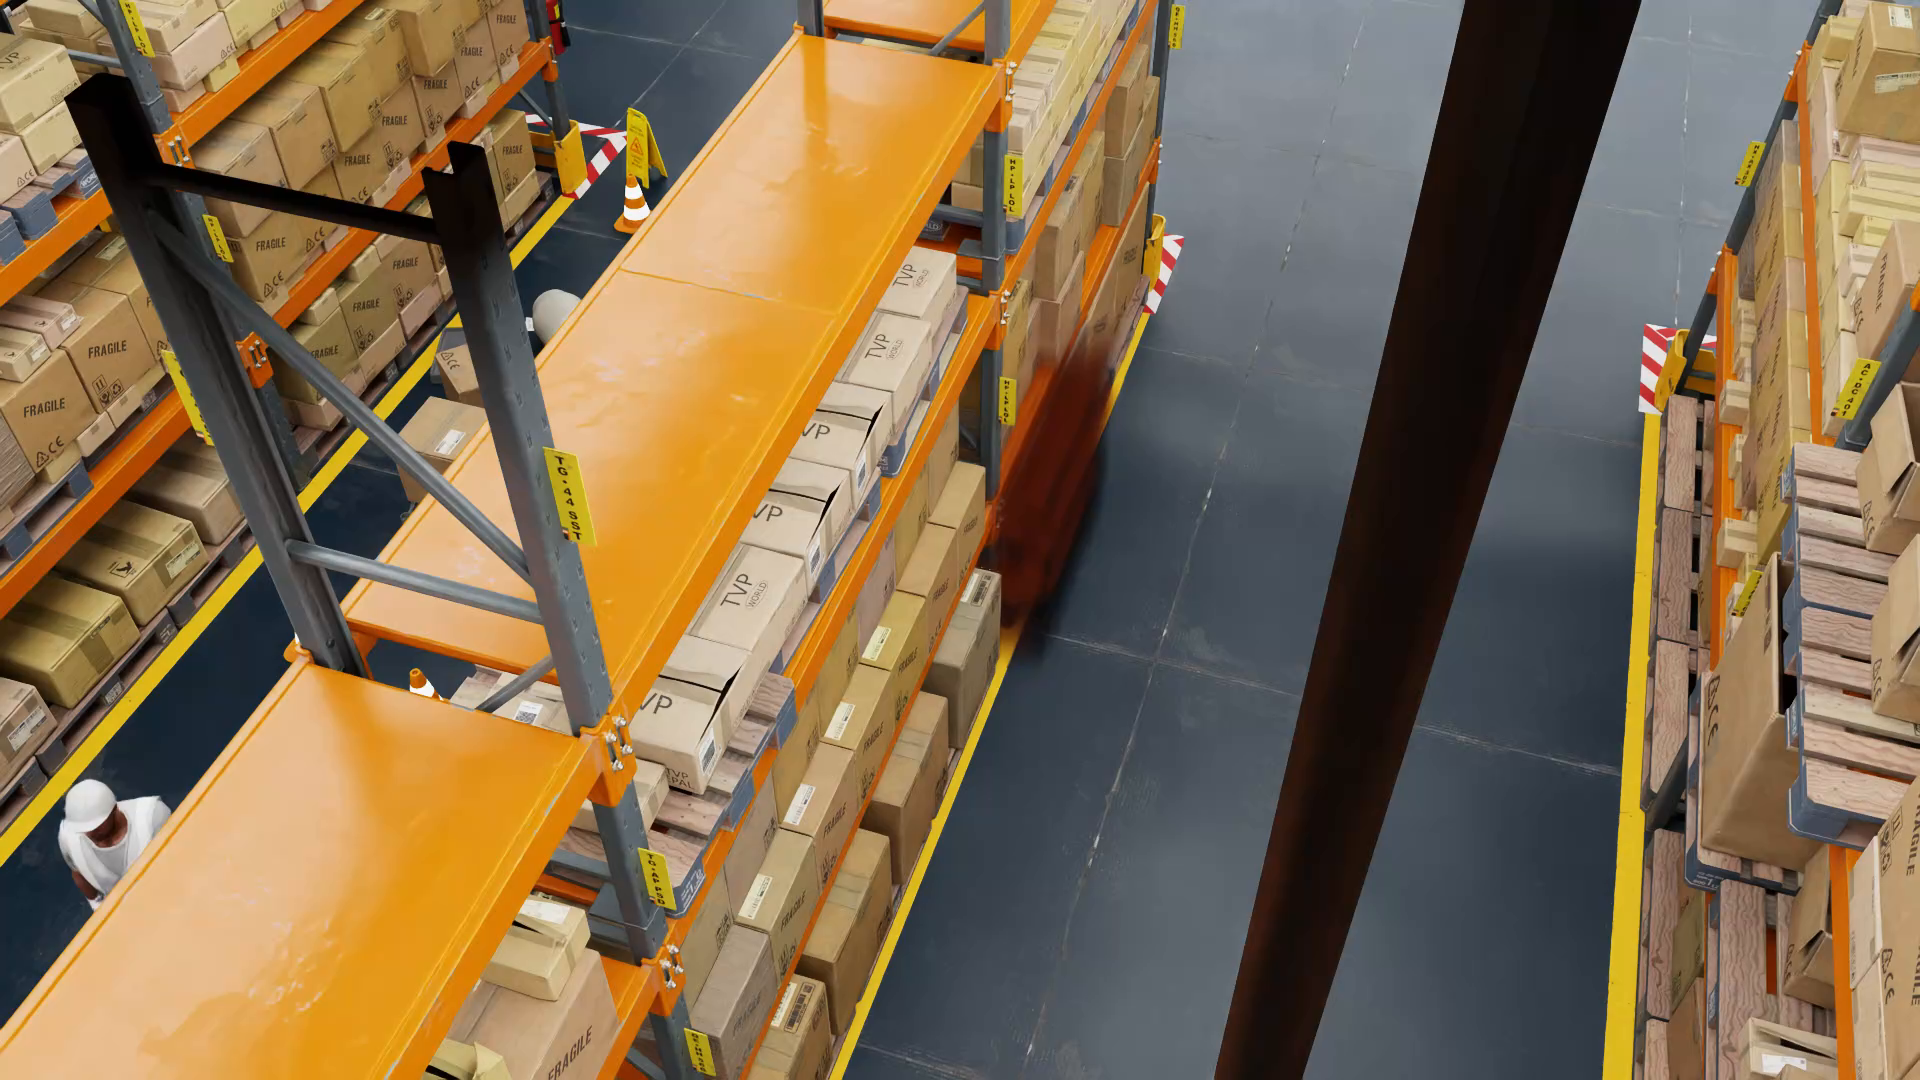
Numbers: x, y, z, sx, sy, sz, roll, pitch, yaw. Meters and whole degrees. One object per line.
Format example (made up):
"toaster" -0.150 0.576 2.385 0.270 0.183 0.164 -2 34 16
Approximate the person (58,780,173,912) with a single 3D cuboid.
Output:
"person" -3.988 1.714 8.214 0.609 1.786 0.463 -8 46 -8
